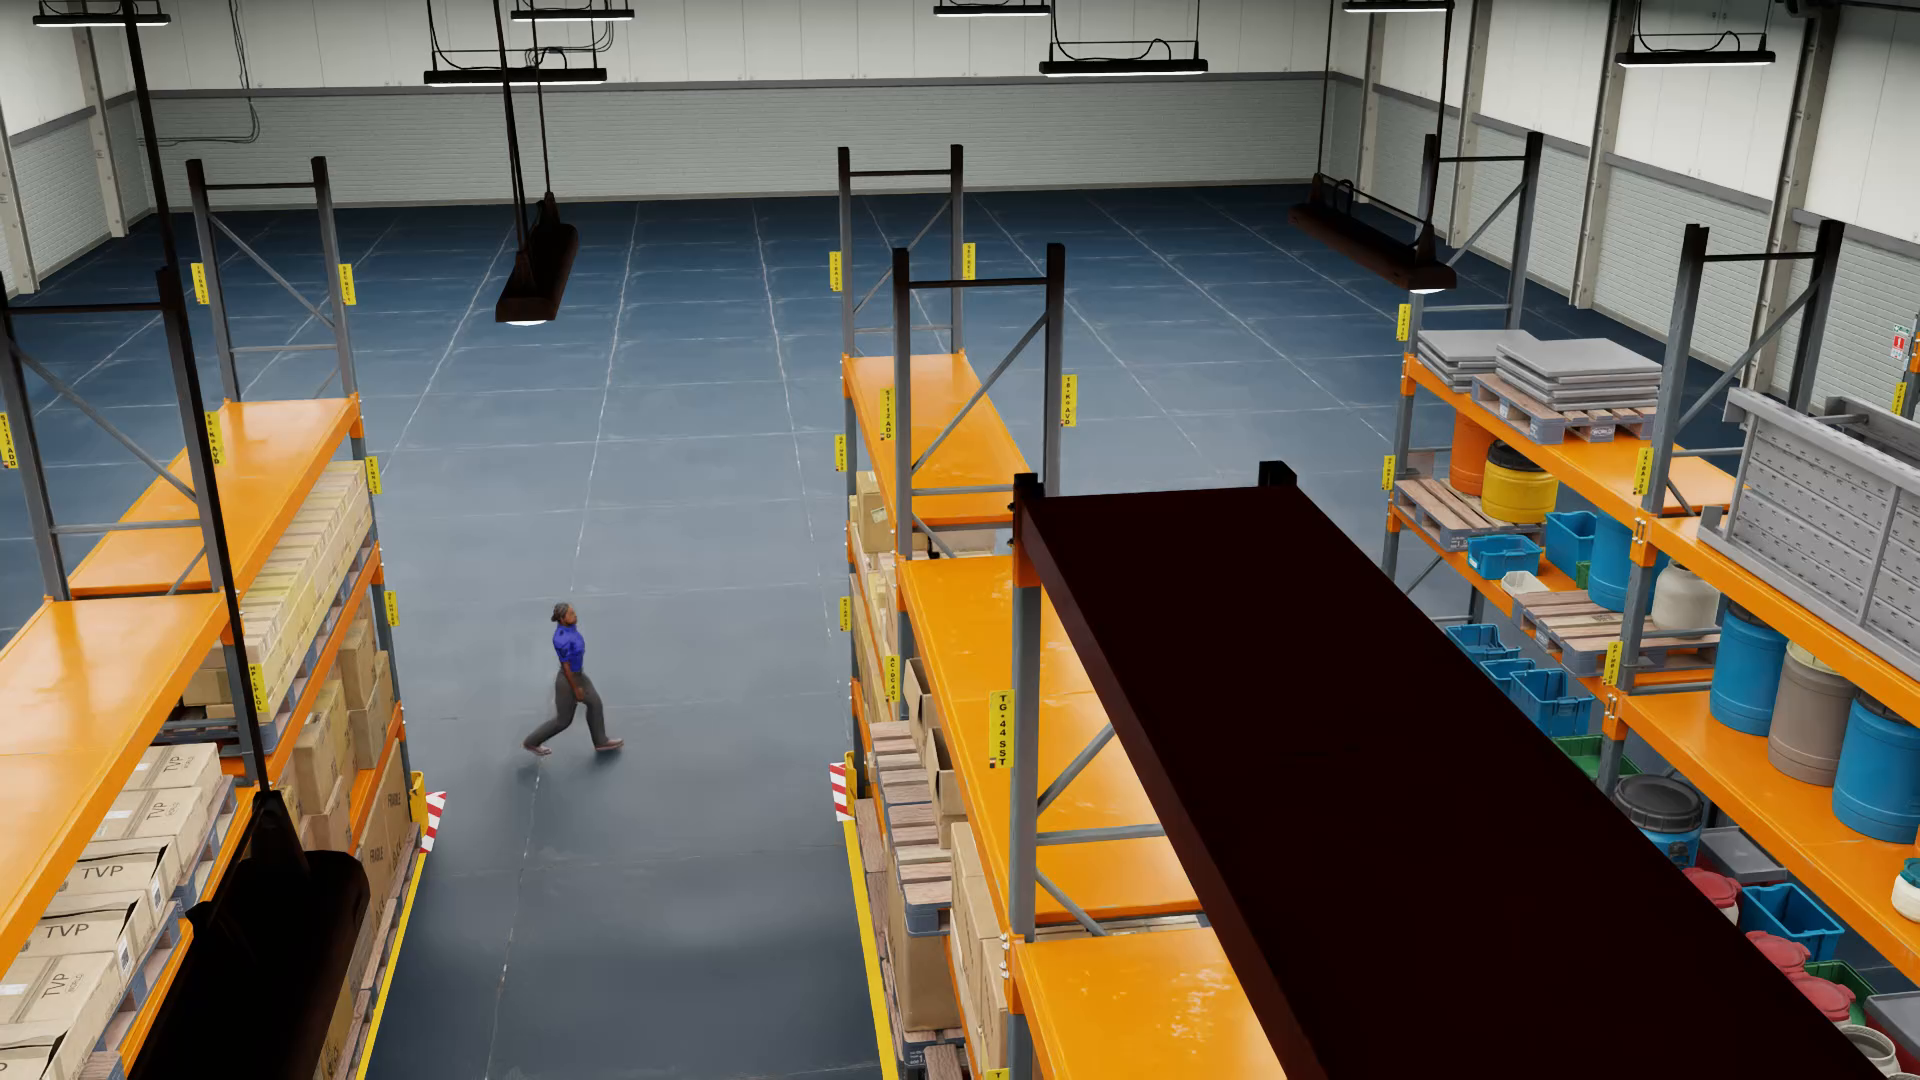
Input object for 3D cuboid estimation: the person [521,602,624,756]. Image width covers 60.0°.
[{"bbox_3d":[-3.787,1.349,16.035,0.965,1.595,0.447,-3,22,-8],"label":"person"}]
